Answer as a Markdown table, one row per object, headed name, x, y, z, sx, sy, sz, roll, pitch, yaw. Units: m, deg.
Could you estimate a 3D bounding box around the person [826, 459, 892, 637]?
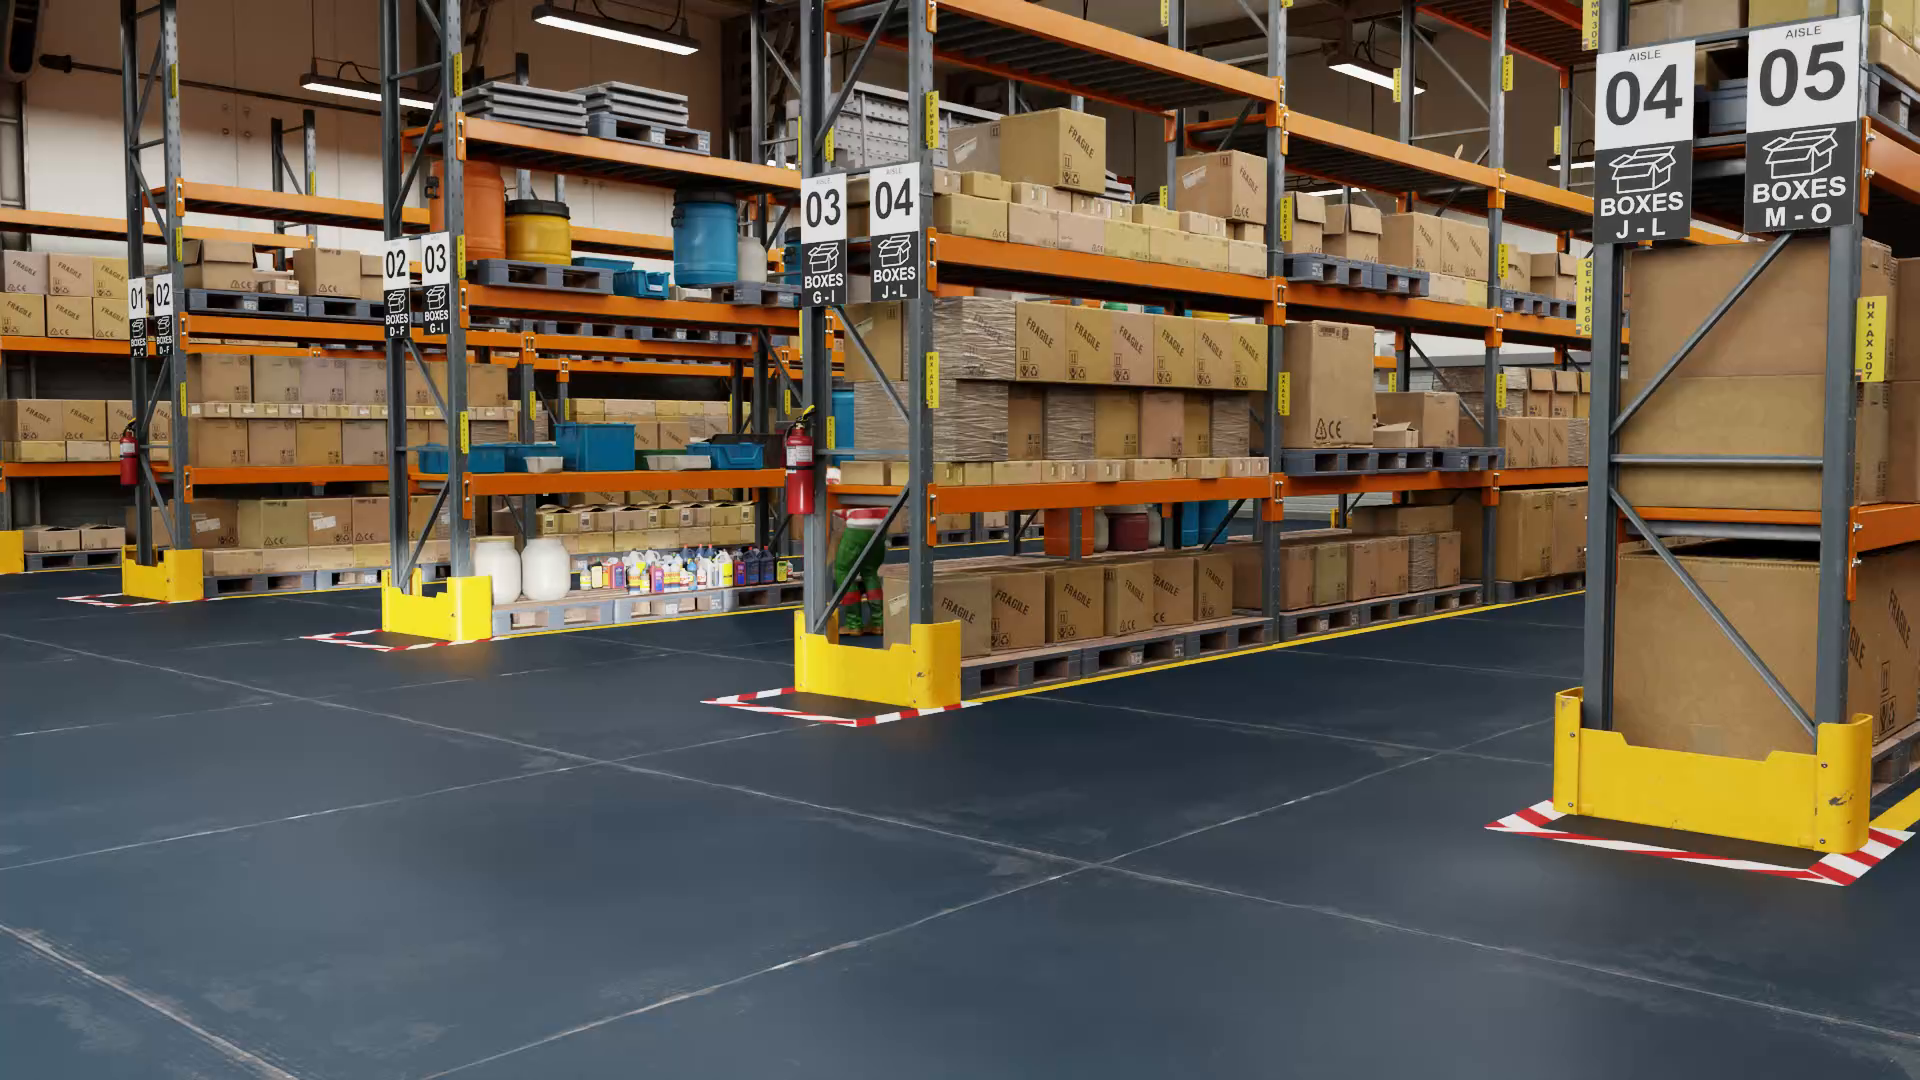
| name | x | y | z | sx | sy | sz | roll | pitch | yaw |
| --- | --- | --- | --- | --- | --- | --- | --- | --- | --- |
| person | -0.948 | 0.027 | 13.594 | 0.858 | 1.472 | 0.484 | 3 | 5 | 40 |
